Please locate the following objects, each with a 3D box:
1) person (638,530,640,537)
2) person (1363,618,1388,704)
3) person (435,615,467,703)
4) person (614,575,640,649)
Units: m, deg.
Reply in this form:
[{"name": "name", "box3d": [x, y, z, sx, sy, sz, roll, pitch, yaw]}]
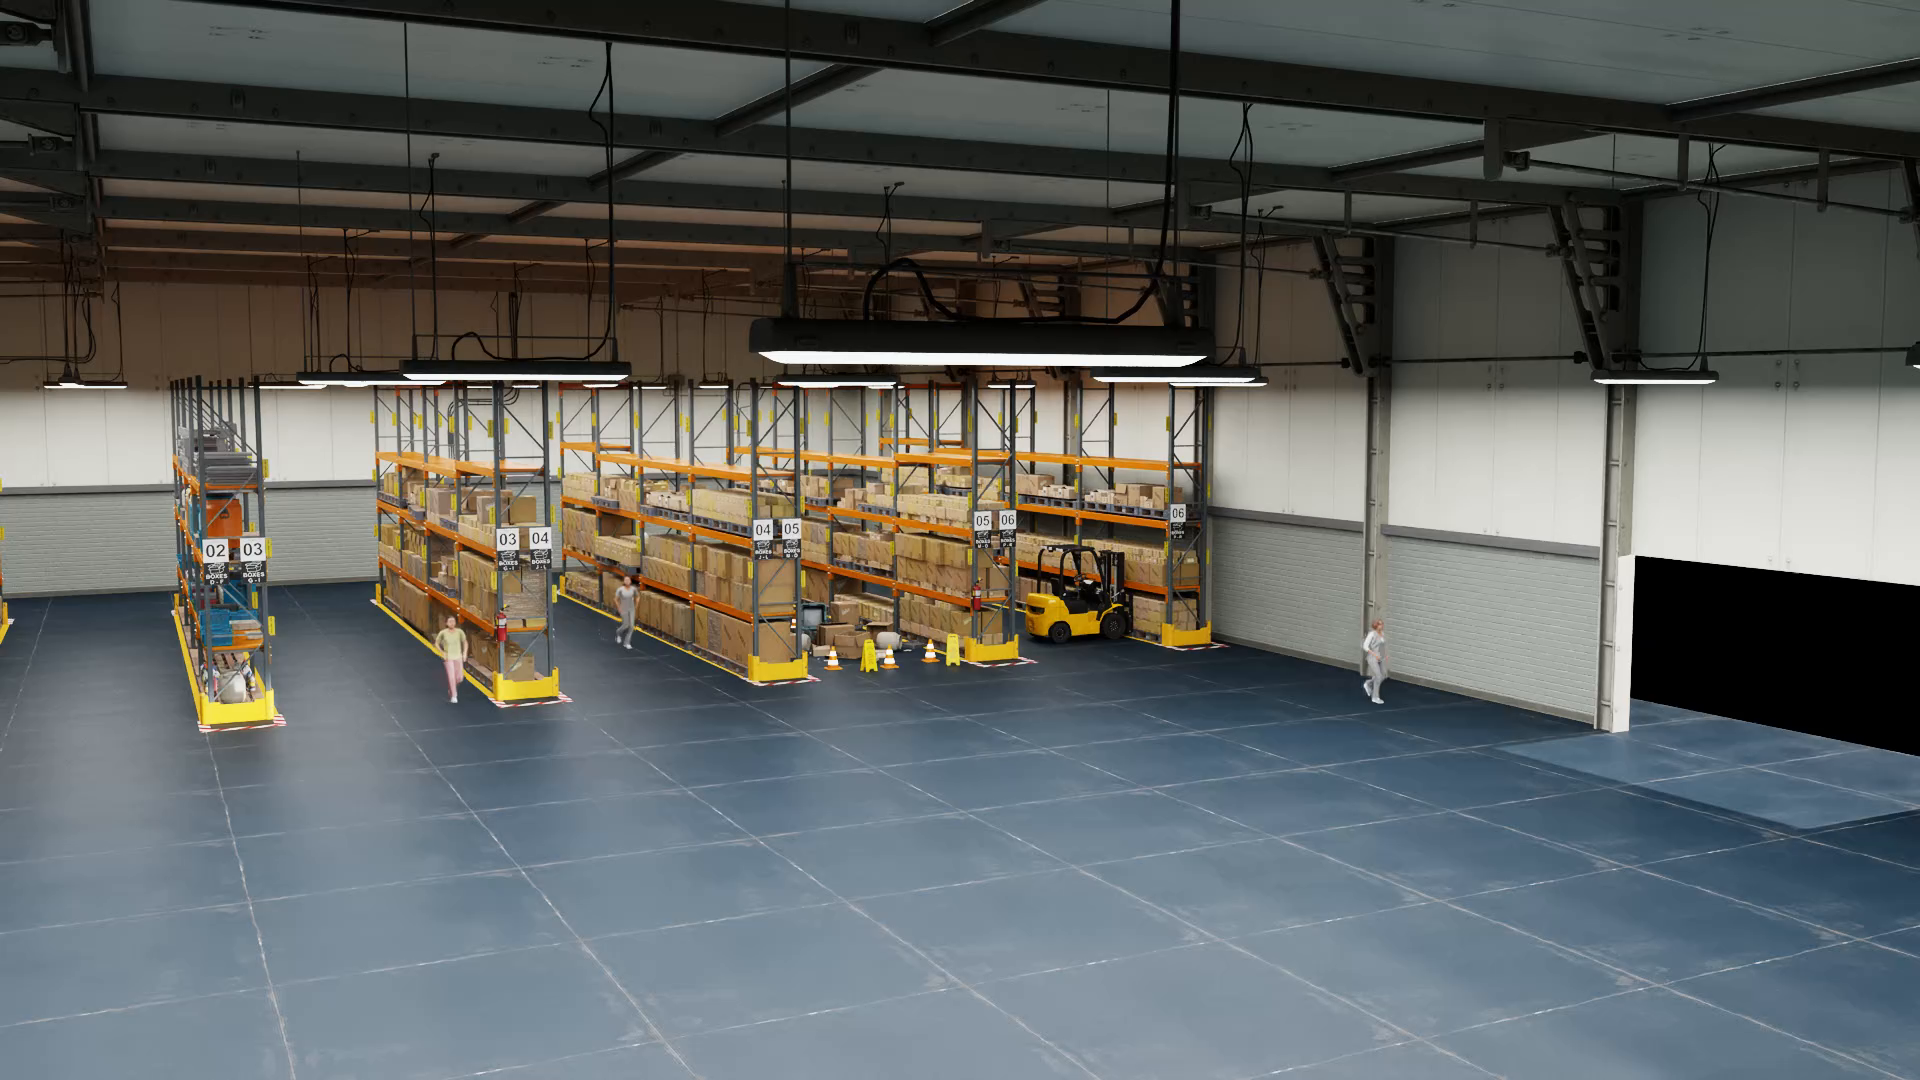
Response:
[{"name": "person", "box3d": [-9.225, 0.587, 47.832, 0.627, 1.799, 0.781, -4, 6, -35]}, {"name": "person", "box3d": [7.633, 2.219, 30.679, 0.559, 1.567, 0.536, -4, 6, -36]}, {"name": "person", "box3d": [-9.424, 2.185, 30.799, 0.590, 1.619, 0.578, -3, 6, -28]}, {"name": "person", "box3d": [-7.454, 1.601, 37.308, 0.560, 1.639, 0.605, -3, 6, -28]}]
